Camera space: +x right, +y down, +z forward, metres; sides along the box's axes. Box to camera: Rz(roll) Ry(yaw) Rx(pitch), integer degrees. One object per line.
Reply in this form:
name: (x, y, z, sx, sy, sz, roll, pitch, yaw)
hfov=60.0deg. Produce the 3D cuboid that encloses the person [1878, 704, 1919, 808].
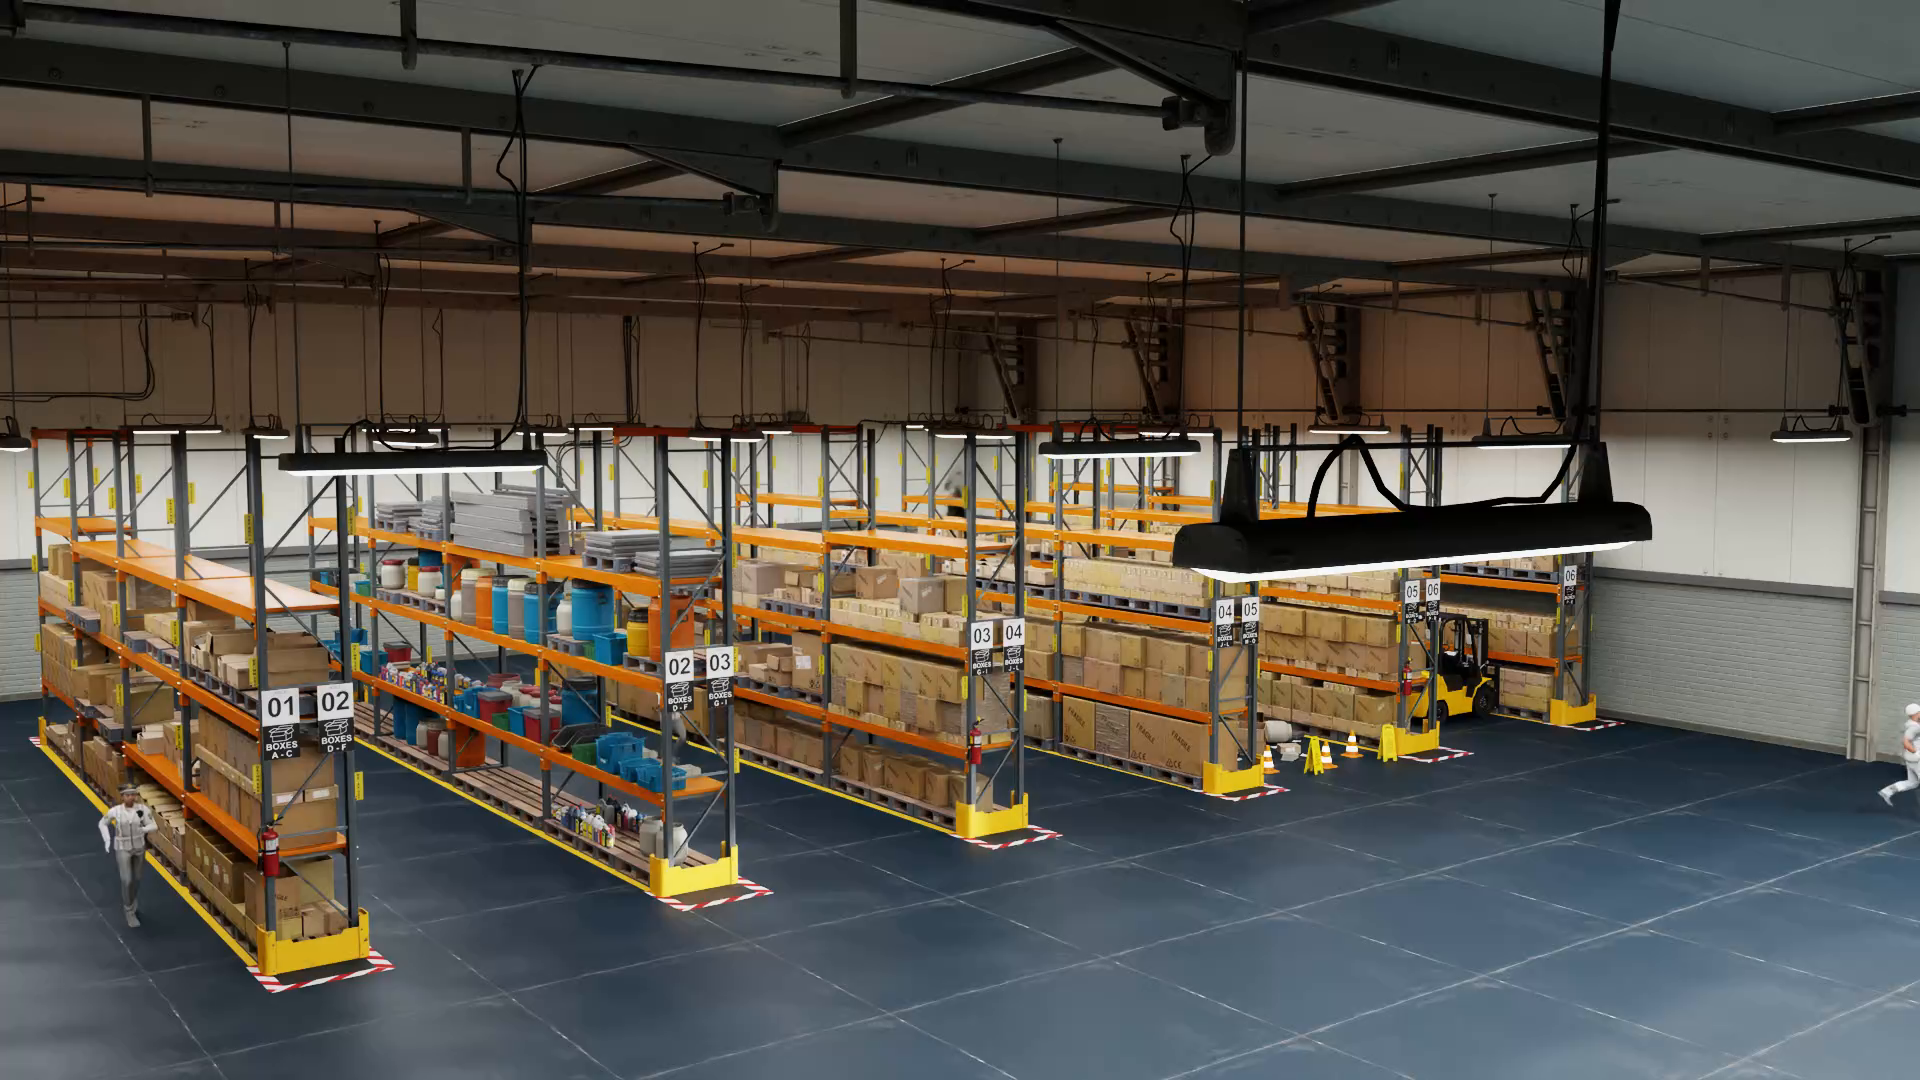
person: (14.809, 3.420, 25.826, 0.914, 1.765, 0.670, 2, 5, 21)

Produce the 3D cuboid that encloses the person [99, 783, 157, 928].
person: (-10.277, 3.849, 20.599, 0.598, 1.718, 0.879, -4, 6, -39)

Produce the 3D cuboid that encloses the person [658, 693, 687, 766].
person: (-5.084, 3.182, 29.483, 0.542, 1.690, 0.660, -4, 6, -44)
